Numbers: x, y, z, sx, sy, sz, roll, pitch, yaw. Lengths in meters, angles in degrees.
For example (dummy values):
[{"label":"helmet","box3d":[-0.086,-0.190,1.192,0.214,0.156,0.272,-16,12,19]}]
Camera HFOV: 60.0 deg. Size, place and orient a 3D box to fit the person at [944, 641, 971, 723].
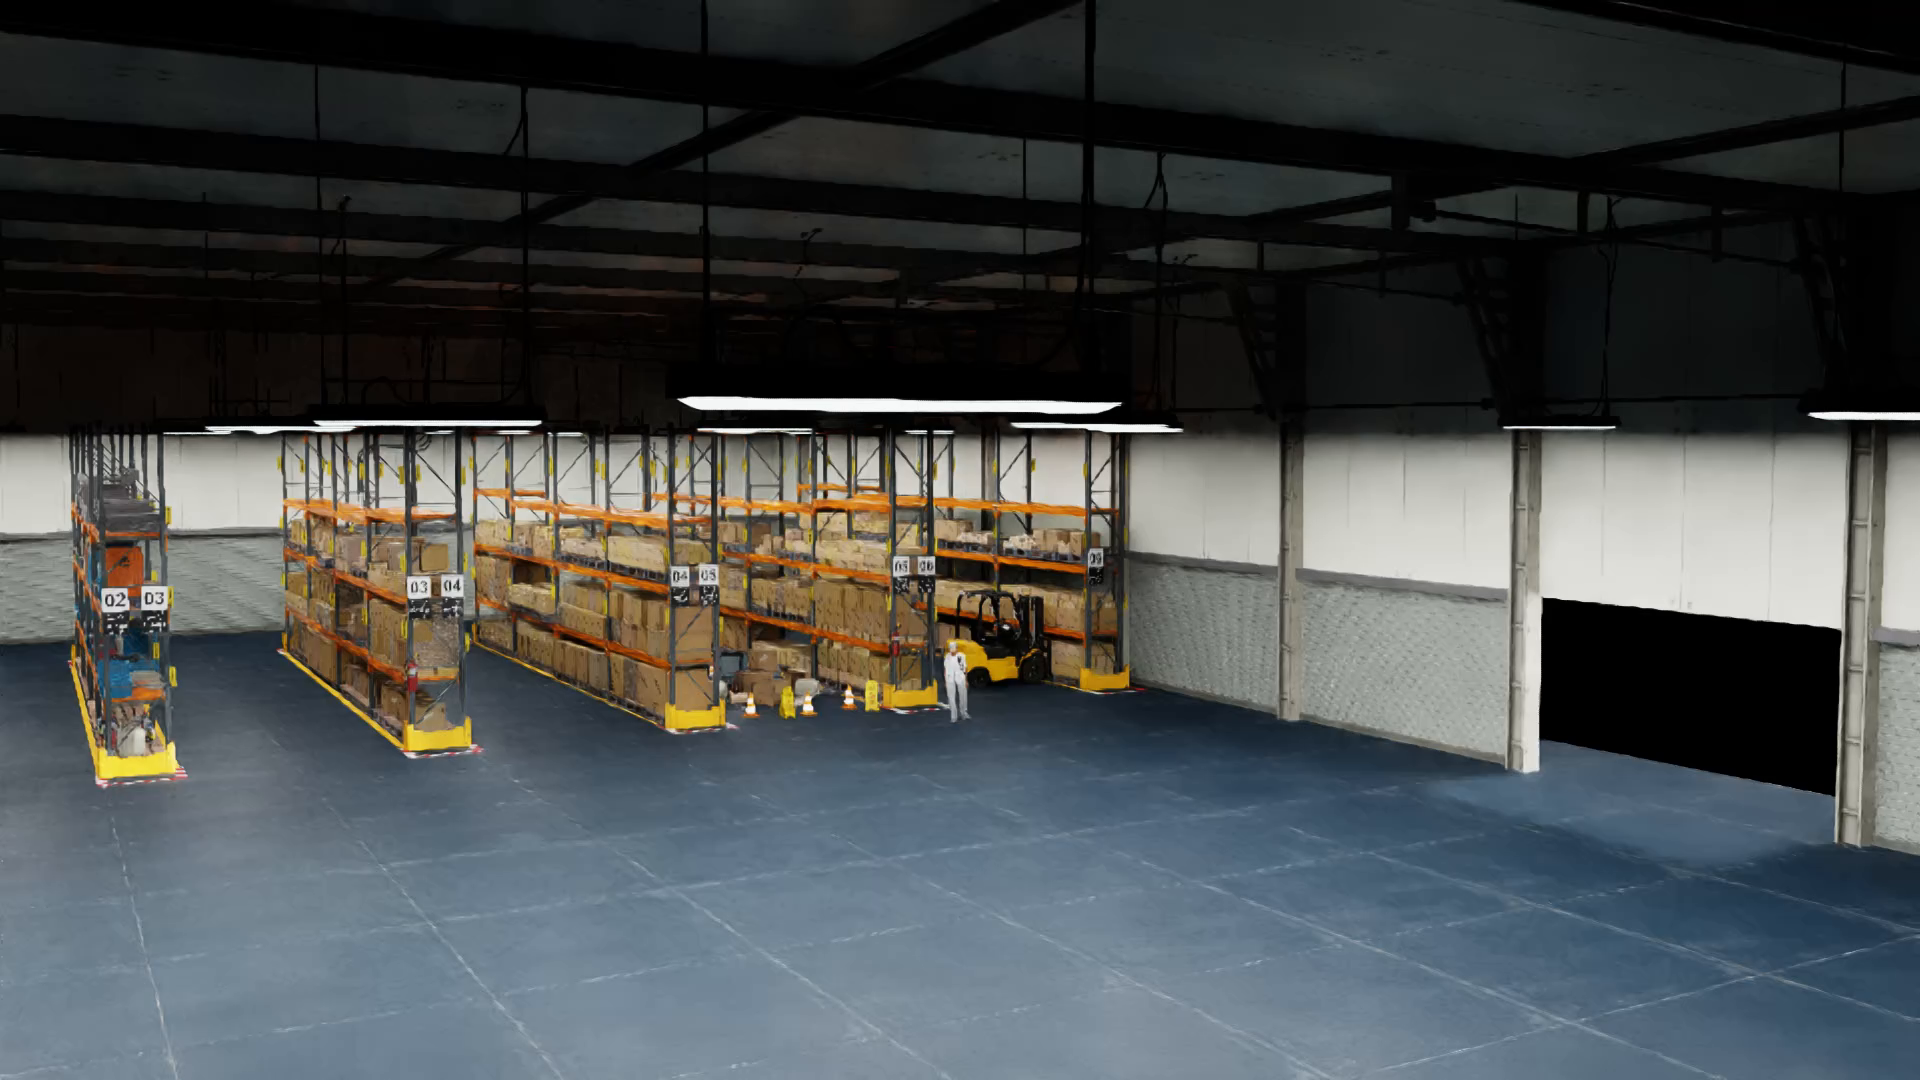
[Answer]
[{"label":"person","box3d":[-0.057,2.837,33.452,0.536,1.649,0.569,0,4,7]}]
